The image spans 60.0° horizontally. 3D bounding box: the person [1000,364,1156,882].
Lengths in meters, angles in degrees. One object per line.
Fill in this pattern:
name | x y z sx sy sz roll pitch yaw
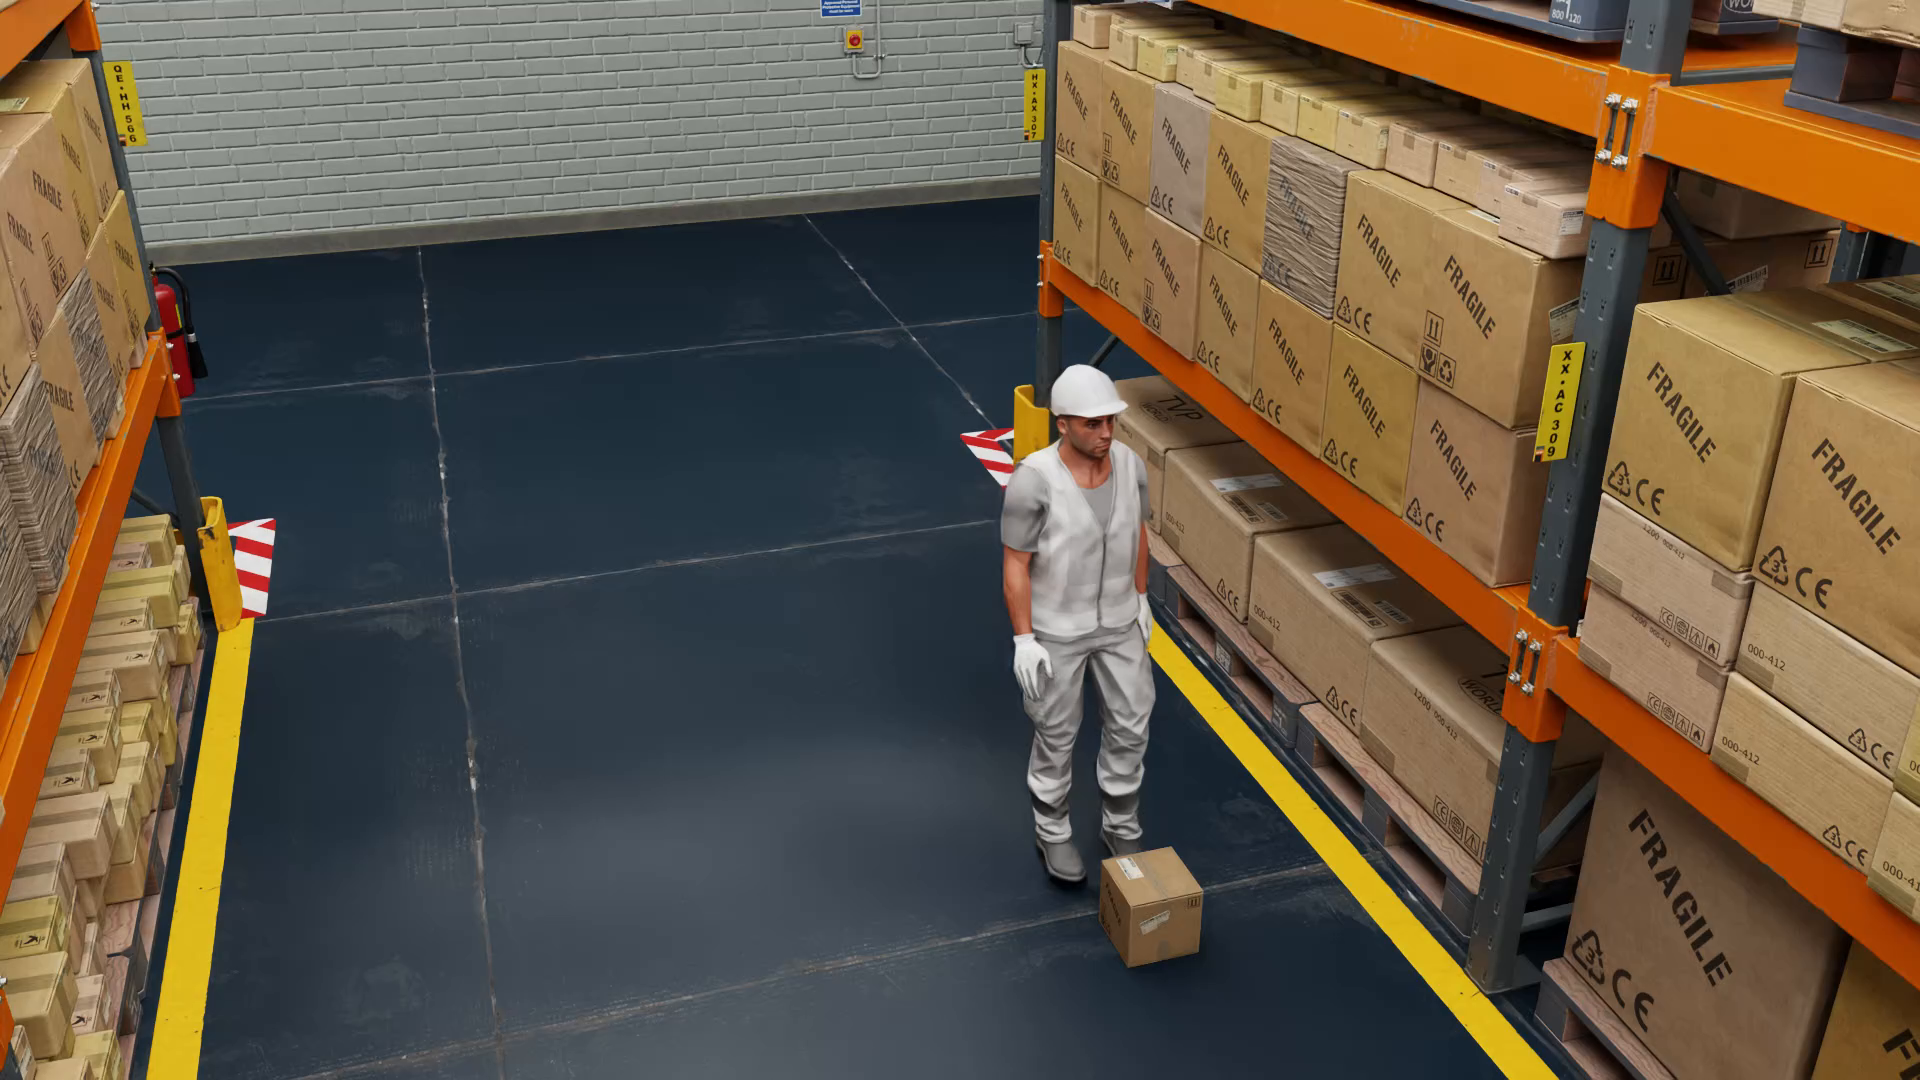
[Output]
person | 0.414 0.322 5.429 0.598 1.837 0.448 -11 28 -21
